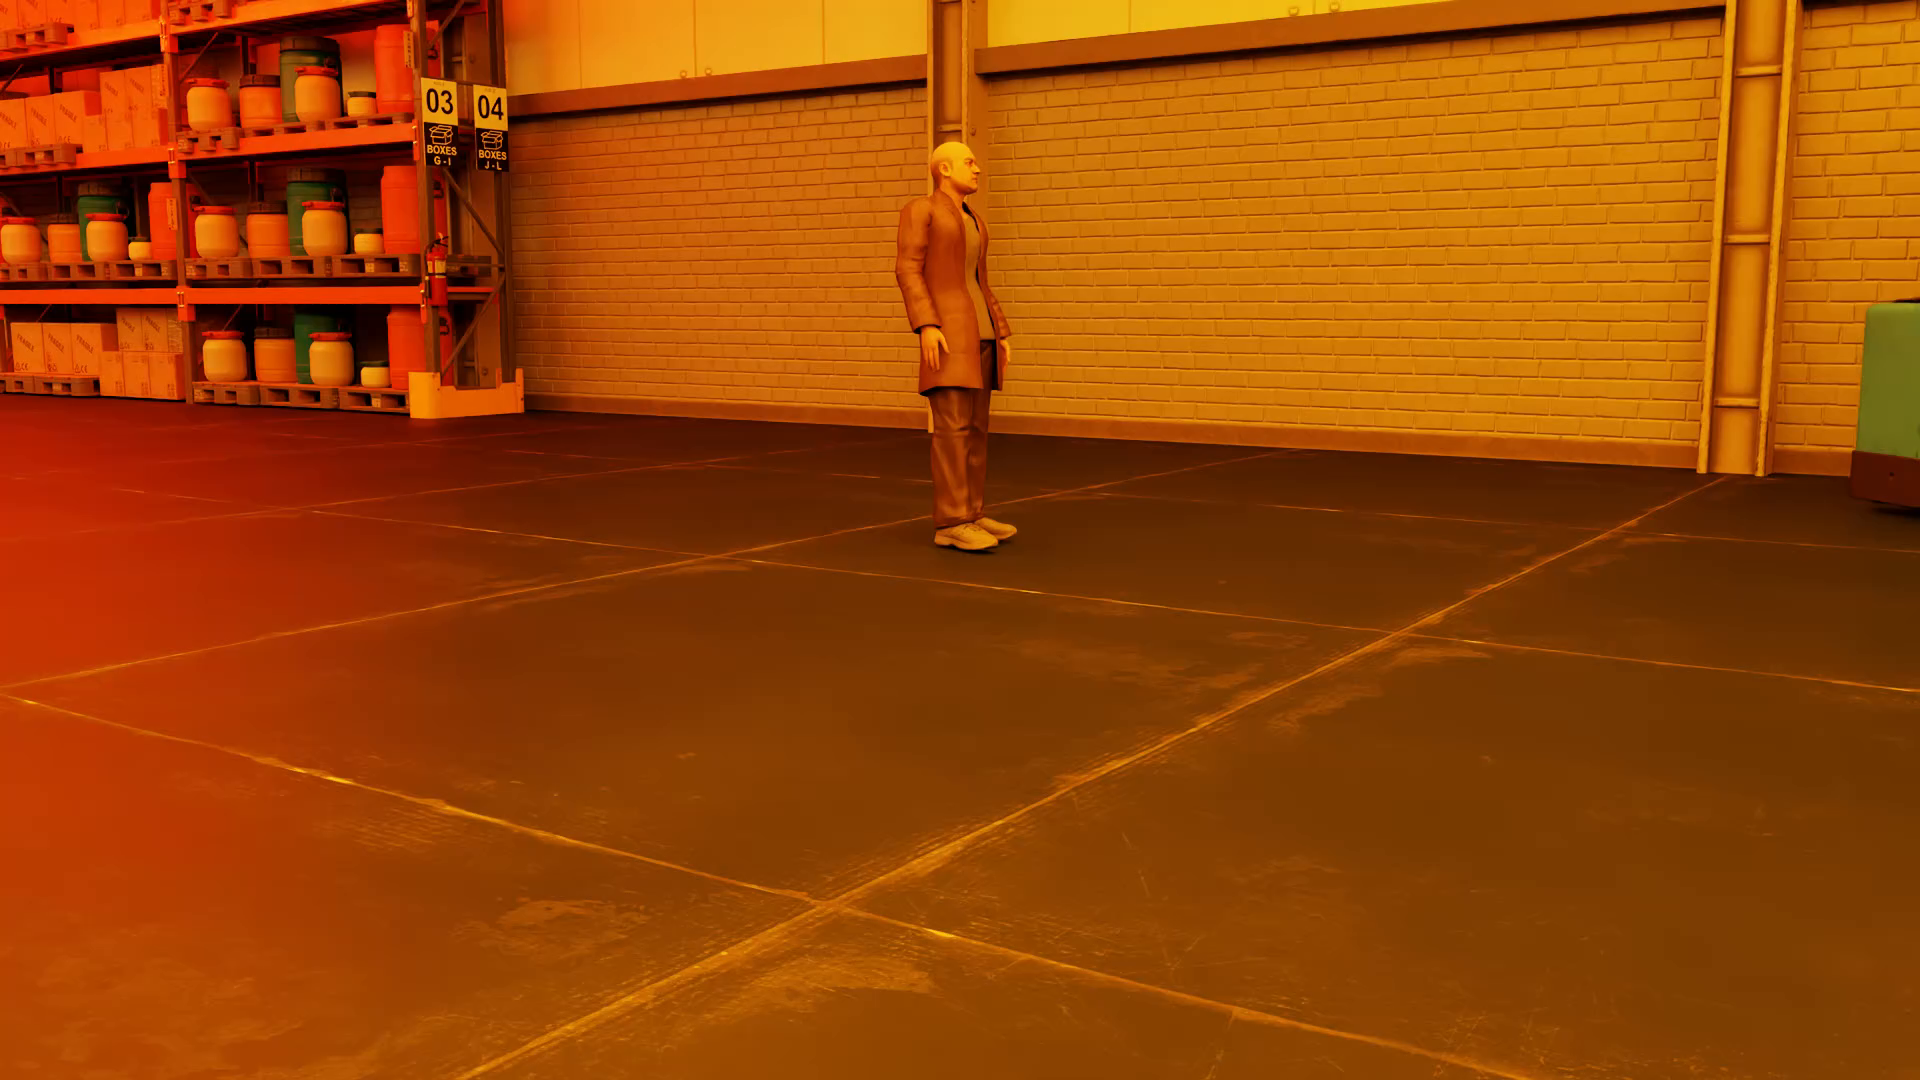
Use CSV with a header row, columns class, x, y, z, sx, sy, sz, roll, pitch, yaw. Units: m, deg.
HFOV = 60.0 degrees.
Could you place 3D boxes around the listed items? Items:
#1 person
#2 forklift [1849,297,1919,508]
class,x,y,z,sx,sy,sz,roll,pitch,yaw
person,0.072,-0.880,7.423,0.582,1.776,0.696,5,10,34
forklift,6.208,-1.576,8.275,3.031,2.935,1.130,-1,8,-9
